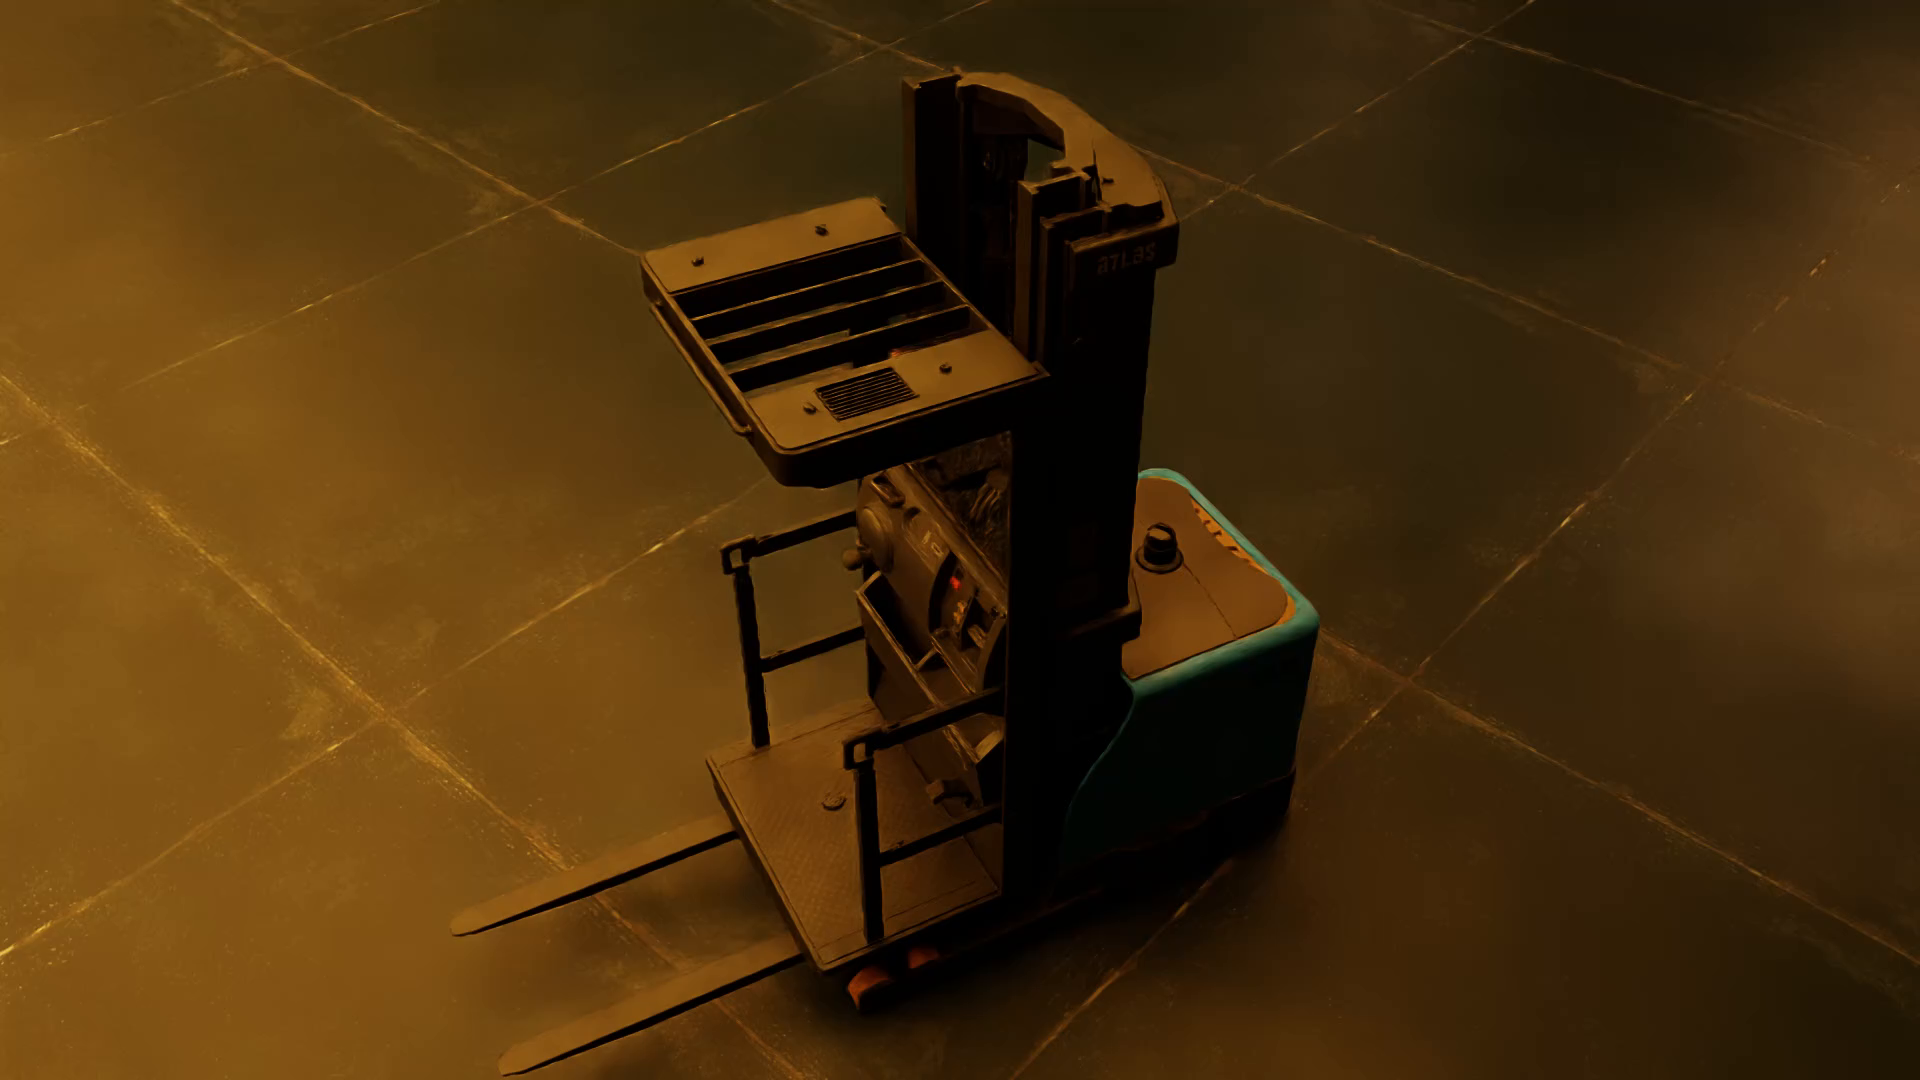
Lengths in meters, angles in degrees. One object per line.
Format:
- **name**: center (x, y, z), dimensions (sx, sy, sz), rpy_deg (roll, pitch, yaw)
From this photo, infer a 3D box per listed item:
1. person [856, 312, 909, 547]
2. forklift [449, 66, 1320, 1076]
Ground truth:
- **person**: center (-0.067, -0.637, 7.045), dimensions (0.694, 1.776, 0.575), rpy_deg (31, 49, 31)
- **forklift**: center (-0.283, 0.126, 5.282), dimensions (3.031, 2.935, 1.130), rpy_deg (-19, 44, -21)
